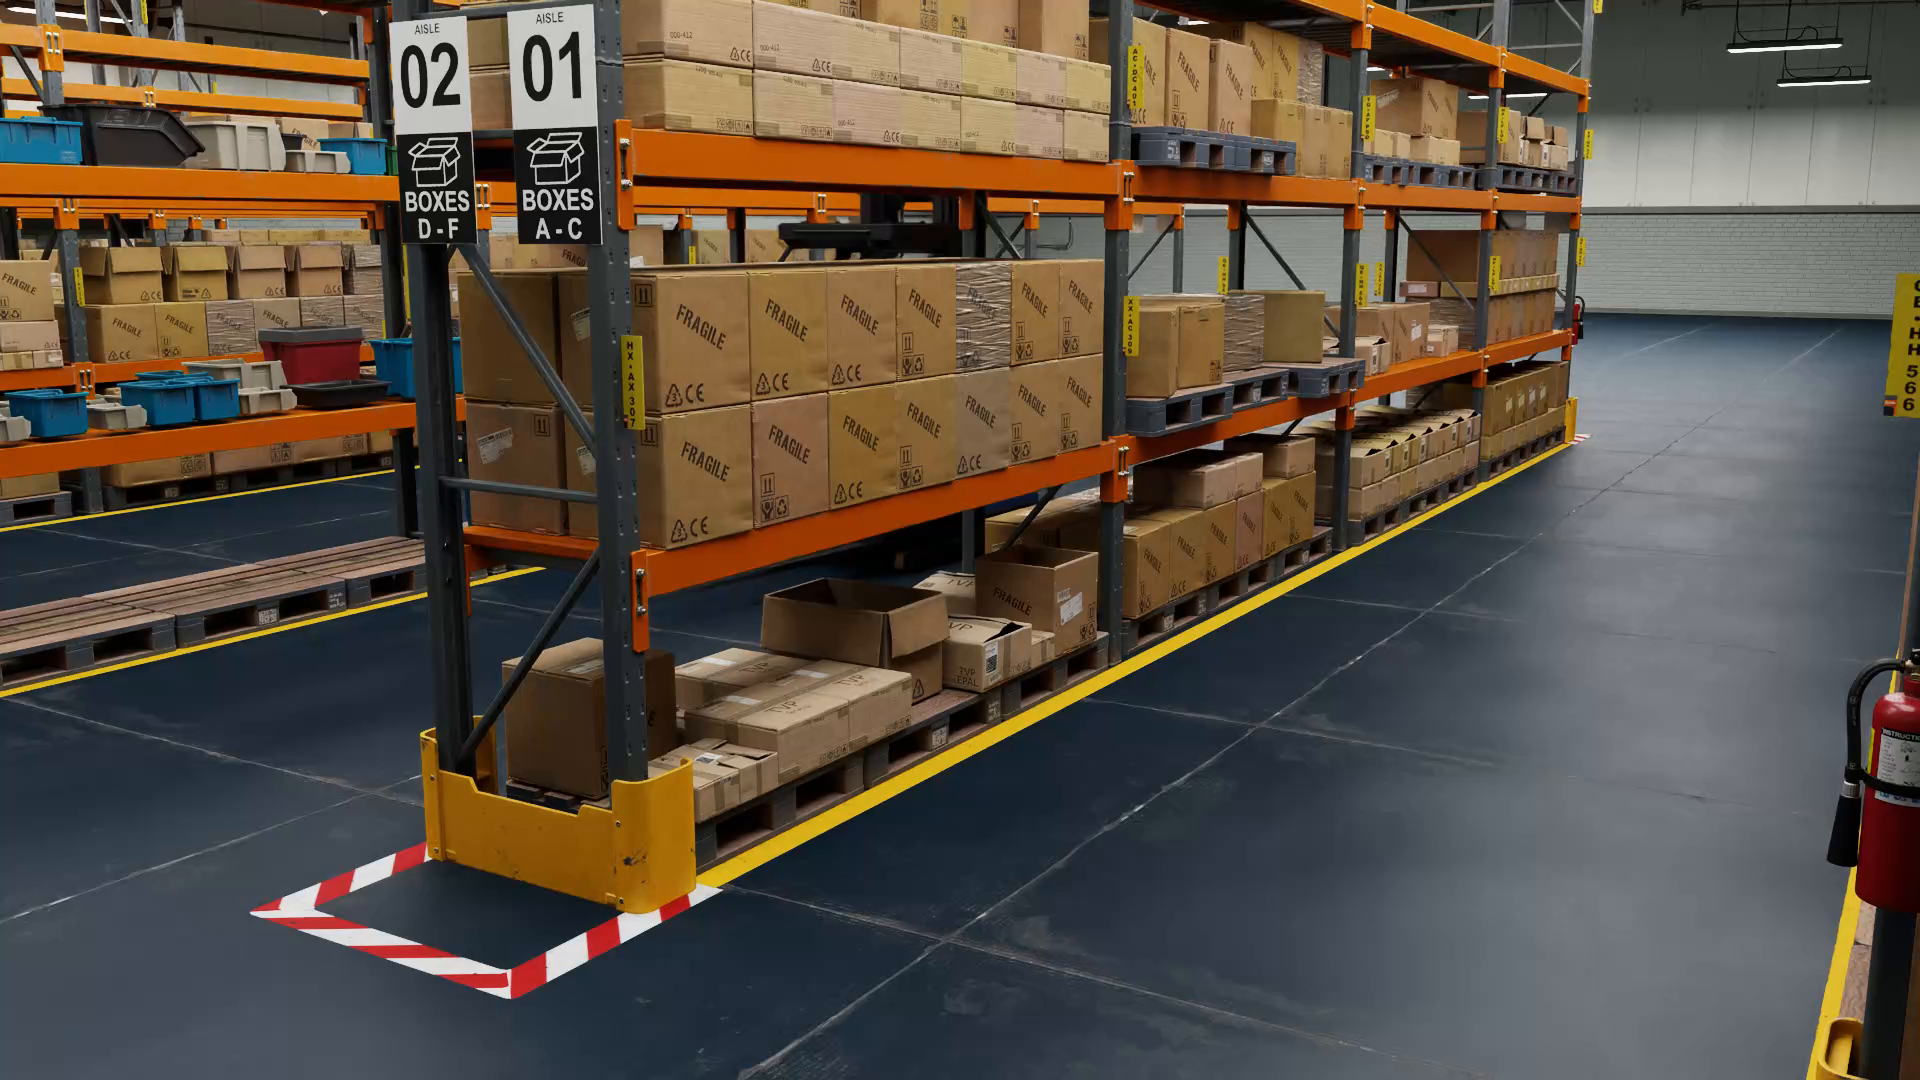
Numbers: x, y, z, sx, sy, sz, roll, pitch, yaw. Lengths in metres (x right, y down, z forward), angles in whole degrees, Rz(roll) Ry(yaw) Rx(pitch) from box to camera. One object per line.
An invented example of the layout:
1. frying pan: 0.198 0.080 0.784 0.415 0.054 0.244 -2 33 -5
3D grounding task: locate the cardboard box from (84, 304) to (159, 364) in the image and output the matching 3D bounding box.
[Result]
1. cardboard box: -7.541 -1.848 14.817 0.500 0.500 0.500 6 12 31

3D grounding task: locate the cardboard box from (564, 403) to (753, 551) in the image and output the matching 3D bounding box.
1. cardboard box: -1.150 -0.268 6.377 0.500 0.500 0.500 7 13 32

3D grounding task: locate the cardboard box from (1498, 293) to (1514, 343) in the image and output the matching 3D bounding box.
1. cardboard box: 5.382 -2.343 17.462 0.700 0.500 0.500 7 12 32

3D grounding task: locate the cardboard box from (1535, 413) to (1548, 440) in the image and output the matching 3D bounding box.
1. cardboard box: 6.168 -1.274 18.355 0.500 0.250 0.500 6 12 31

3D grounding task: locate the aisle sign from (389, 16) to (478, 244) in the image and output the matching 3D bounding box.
1. aisle sign: -1.903 -1.471 6.008 0.394 0.787 0.004 6 12 31

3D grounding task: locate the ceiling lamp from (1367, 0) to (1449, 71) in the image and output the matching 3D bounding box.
1. ceiling lamp: 9.640 -11.696 35.526 2.000 3.185 0.800 6 12 31

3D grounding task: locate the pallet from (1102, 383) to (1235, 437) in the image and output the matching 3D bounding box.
1. pallet: 0.979 -0.824 10.142 1.003 0.211 1.213 6 12 31

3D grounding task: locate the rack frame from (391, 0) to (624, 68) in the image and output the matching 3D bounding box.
1. rack frame: -1.605 -3.123 5.596 1.000 3.000 0.127 6 12 31

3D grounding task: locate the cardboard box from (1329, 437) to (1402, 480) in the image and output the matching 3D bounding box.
1. cardboard box: 3.336 -0.701 13.767 0.500 0.311 0.500 6 12 29

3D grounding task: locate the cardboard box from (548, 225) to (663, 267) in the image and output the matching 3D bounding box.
1. cardboard box: -4.372 -3.398 20.598 1.000 1.000 1.000 6 12 31

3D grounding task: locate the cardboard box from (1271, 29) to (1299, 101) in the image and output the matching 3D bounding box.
1. cardboard box: 2.051 -3.299 11.700 0.500 0.500 0.500 6 12 31

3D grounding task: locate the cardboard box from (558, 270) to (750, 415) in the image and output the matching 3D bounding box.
1. cardboard box: -1.150 -0.760 6.285 0.500 0.500 0.500 7 13 32

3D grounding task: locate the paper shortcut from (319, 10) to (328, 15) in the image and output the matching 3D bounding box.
1. paper shortcut: -6.153 -5.139 15.985 0.009 0.170 0.078 -6 37 32

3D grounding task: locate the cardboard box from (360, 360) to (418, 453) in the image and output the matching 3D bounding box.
1. cardboard box: -6.293 -1.435 17.515 1.225 0.875 0.875 6 12 28

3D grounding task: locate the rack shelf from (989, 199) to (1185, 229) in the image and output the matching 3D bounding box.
1. rack shelf: 1.432 -3.971 20.230 1.077 0.370 4.000 6 12 31

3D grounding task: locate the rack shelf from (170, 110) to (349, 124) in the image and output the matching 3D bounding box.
1. rack shelf: -11.271 -6.863 27.539 1.077 0.370 4.000 6 12 31

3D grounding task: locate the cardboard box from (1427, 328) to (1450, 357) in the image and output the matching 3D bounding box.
1. cardboard box: 4.325 -1.840 15.409 0.396 0.266 0.258 6 12 29

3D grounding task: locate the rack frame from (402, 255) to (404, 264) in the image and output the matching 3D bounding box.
1. rack frame: -8.027 -3.498 23.904 1.000 3.000 0.127 6 12 31

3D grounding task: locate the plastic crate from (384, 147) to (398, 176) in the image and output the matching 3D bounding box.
1. plastic crate: -3.722 -2.552 11.273 0.450 0.188 0.662 6 12 31

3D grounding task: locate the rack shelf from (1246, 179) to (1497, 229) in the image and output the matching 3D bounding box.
1. rack shelf: 3.586 -2.868 14.339 1.077 0.370 4.000 6 12 31

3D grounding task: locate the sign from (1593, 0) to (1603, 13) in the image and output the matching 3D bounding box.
1. sign: 7.158 -6.083 18.655 0.100 0.325 0.005 6 12 31

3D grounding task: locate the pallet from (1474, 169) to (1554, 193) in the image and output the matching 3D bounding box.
1. pallet: 5.680 -3.820 17.712 1.003 0.211 1.213 6 12 31

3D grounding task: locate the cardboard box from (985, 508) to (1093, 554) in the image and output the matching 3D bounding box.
1. cardboard box: 0.483 0.104 10.259 0.500 0.500 0.500 6 12 30

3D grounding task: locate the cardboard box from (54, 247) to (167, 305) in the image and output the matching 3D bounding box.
1. cardboard box: -7.669 -2.394 15.006 0.797 0.503 0.637 6 12 29

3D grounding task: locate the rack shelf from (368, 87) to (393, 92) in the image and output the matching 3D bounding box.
1. rack shelf: -4.878 -5.093 19.158 1.077 0.370 4.000 6 12 31

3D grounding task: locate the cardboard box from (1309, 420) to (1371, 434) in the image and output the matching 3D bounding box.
1. cardboard box: 3.400 -0.909 14.880 0.500 0.311 0.500 7 13 32

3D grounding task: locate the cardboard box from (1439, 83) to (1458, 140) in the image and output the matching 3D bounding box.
1. cardboard box: 4.271 -3.944 15.361 0.500 0.500 0.500 7 12 31

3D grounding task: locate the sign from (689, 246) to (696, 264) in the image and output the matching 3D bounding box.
1. sign: -3.364 -3.525 20.901 0.100 0.325 0.005 6 12 31

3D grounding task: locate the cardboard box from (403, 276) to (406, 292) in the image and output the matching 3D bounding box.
1. cardboard box: -8.069 -3.440 23.320 0.500 0.500 0.500 6 12 30

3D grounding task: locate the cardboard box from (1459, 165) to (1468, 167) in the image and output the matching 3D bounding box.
1. cardboard box: 5.017 -3.904 17.077 0.380 0.149 0.250 6 12 31

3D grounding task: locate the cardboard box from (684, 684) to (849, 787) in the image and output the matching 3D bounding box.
1. cardboard box: -0.821 0.824 7.093 0.500 0.250 0.500 6 12 31

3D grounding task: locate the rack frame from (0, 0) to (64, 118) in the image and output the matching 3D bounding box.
1. rack frame: -7.993 -4.699 14.015 1.000 3.000 0.127 6 12 31

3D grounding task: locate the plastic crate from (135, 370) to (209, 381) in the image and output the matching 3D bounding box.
1. plastic crate: -4.990 -0.943 10.545 0.416 0.233 0.300 6 12 31

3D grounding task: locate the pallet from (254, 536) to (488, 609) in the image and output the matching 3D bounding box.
1. pallet: -4.109 0.213 11.659 1.003 0.211 1.213 6 12 31

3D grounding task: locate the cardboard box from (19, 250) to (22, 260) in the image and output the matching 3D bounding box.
1. cardboard box: -13.690 -3.859 23.611 0.500 0.500 0.500 7 13 34

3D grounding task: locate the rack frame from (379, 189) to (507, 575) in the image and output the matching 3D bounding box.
1. rack frame: -3.760 -1.277 12.039 1.000 3.000 0.127 6 12 31

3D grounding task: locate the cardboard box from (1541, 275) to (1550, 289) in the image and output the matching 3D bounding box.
1. cardboard box: 6.399 -2.899 18.667 0.380 0.149 0.250 6 12 30

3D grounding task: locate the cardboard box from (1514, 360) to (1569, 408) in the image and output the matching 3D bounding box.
1. cardboard box: 6.677 -1.801 19.132 0.500 0.500 0.500 6 12 31

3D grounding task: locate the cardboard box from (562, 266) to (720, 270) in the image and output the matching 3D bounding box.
1. cardboard box: -1.348 -0.891 6.986 0.500 0.500 0.500 7 13 32

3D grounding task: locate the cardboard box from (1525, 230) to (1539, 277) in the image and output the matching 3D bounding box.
1. cardboard box: 5.891 -3.134 18.162 0.700 0.500 0.500 6 12 31

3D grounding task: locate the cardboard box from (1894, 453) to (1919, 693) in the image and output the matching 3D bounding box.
1. cardboard box: 2.886 0.070 4.029 0.980 0.700 0.700 7 13 33

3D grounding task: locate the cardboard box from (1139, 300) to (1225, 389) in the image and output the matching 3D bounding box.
1. cardboard box: 1.211 -1.226 10.355 0.700 0.500 0.500 9 14 40

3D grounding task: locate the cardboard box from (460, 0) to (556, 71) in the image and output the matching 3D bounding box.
1. cardboard box: -1.557 -1.926 6.402 0.500 0.250 0.500 6 12 31

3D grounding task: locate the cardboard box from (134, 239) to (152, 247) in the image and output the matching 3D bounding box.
1. cardboard box: -12.856 -4.636 25.995 0.380 0.149 0.250 6 12 30

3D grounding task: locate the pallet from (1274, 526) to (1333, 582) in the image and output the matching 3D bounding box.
1. pallet: 2.128 0.052 12.518 1.003 0.211 1.213 6 12 31

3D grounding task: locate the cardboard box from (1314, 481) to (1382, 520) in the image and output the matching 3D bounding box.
1. cardboard box: 3.071 -0.342 13.373 0.500 0.250 0.500 6 12 30

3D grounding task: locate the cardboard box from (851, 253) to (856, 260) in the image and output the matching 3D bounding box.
1. cardboard box: -1.838 -4.214 23.931 0.500 0.500 0.500 6 12 31

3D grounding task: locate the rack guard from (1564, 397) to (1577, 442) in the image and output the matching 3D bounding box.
1. rack guard: 6.714 -1.466 19.840 1.175 0.500 0.348 6 12 31

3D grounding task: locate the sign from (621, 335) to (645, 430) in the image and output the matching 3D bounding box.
1. sign: -1.142 -0.548 5.792 0.100 0.325 0.005 6 12 31

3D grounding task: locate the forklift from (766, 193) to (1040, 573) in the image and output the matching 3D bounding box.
1. forklift: -0.632 -1.298 12.336 1.130 2.935 3.031 8 13 36

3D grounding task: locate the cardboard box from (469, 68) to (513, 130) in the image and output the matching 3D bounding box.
1. cardboard box: -1.564 -1.681 6.452 0.500 0.250 0.500 6 12 31

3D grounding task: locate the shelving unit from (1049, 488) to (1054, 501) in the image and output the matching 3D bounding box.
1. shelving unit: 0.485 -1.145 13.776 0.431 2.100 0.503 8 13 36

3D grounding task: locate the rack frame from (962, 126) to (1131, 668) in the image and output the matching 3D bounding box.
1. rack frame: 0.471 -0.803 9.509 1.000 3.000 0.127 6 12 31

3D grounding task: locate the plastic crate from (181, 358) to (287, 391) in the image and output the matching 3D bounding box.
1. plastic crate: -4.710 -1.026 10.856 0.437 0.282 0.530 6 12 31

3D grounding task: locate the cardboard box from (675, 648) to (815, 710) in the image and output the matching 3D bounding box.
1. cardboard box: -1.015 0.705 7.726 0.500 0.250 0.500 6 12 31

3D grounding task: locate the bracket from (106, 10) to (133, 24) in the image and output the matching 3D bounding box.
1. bracket: -15.521 -9.654 30.697 0.235 0.232 0.430 6 12 31

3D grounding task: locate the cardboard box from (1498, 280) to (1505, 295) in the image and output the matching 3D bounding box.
1. cardboard box: 5.327 -2.575 16.937 0.380 0.149 0.250 6 12 30

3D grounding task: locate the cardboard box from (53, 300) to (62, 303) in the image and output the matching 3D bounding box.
1. cardboard box: -10.501 -2.670 19.020 0.380 0.149 0.250 6 12 28
